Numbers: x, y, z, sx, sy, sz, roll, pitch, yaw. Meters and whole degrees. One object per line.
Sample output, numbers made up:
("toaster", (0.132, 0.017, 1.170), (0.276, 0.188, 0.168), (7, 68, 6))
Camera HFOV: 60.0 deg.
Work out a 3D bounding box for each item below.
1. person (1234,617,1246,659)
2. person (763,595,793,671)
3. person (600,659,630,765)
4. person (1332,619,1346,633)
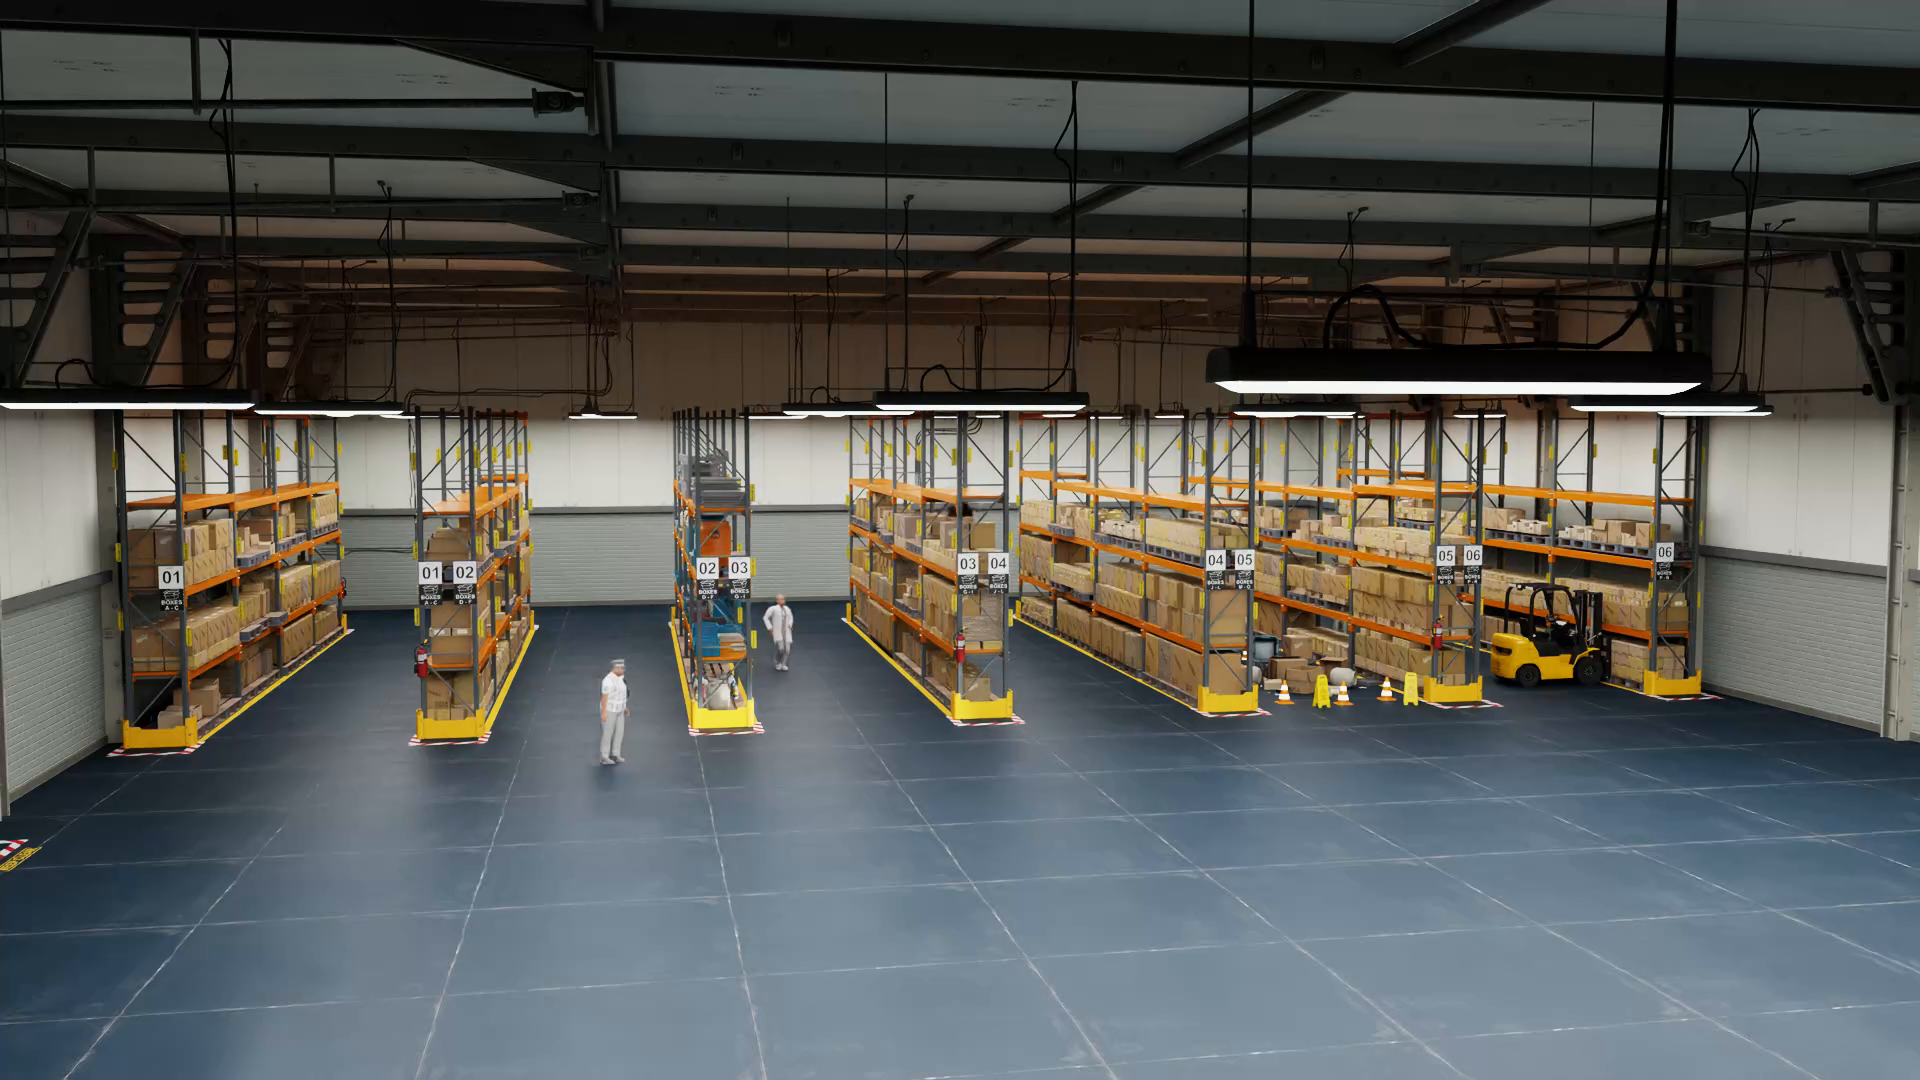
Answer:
("person", (6.640, 2.012, 39.871), (0.453, 1.773, 0.564), (1, 4, 8))
("person", (-4.128, 2.154, 38.237), (0.723, 1.768, 0.506), (-2, 4, -24))
("person", (-5.819, 2.870, 27.906), (0.428, 1.754, 0.588), (2, 4, 21))
("person", (9.998, 1.691, 44.333), (0.637, 1.771, 0.597), (0, 4, 1))
